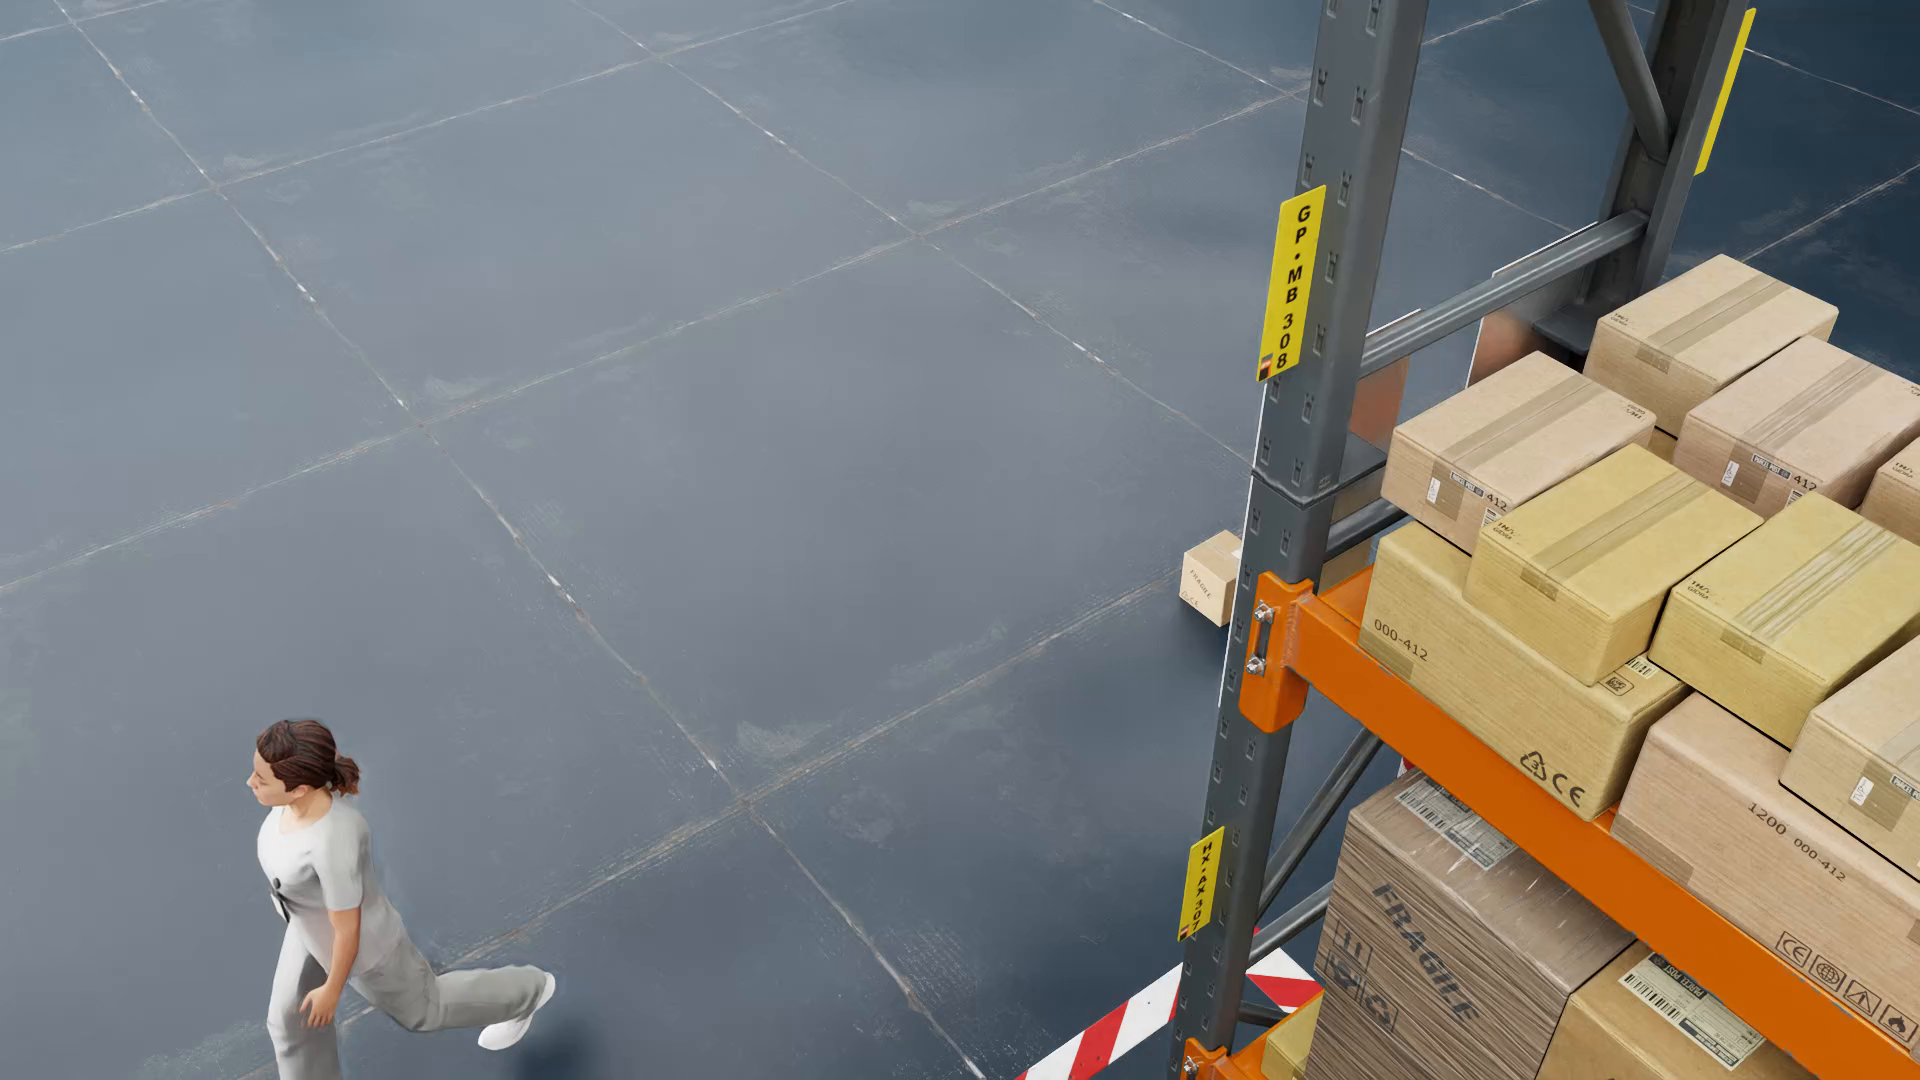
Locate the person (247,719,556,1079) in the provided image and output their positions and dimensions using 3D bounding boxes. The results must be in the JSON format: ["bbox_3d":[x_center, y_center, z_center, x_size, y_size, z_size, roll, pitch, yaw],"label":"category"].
[{"bbox_3d":[-1.765,1.126,4.837,1.015,1.625,0.442,-29,48,-30],"label":"person"}]
